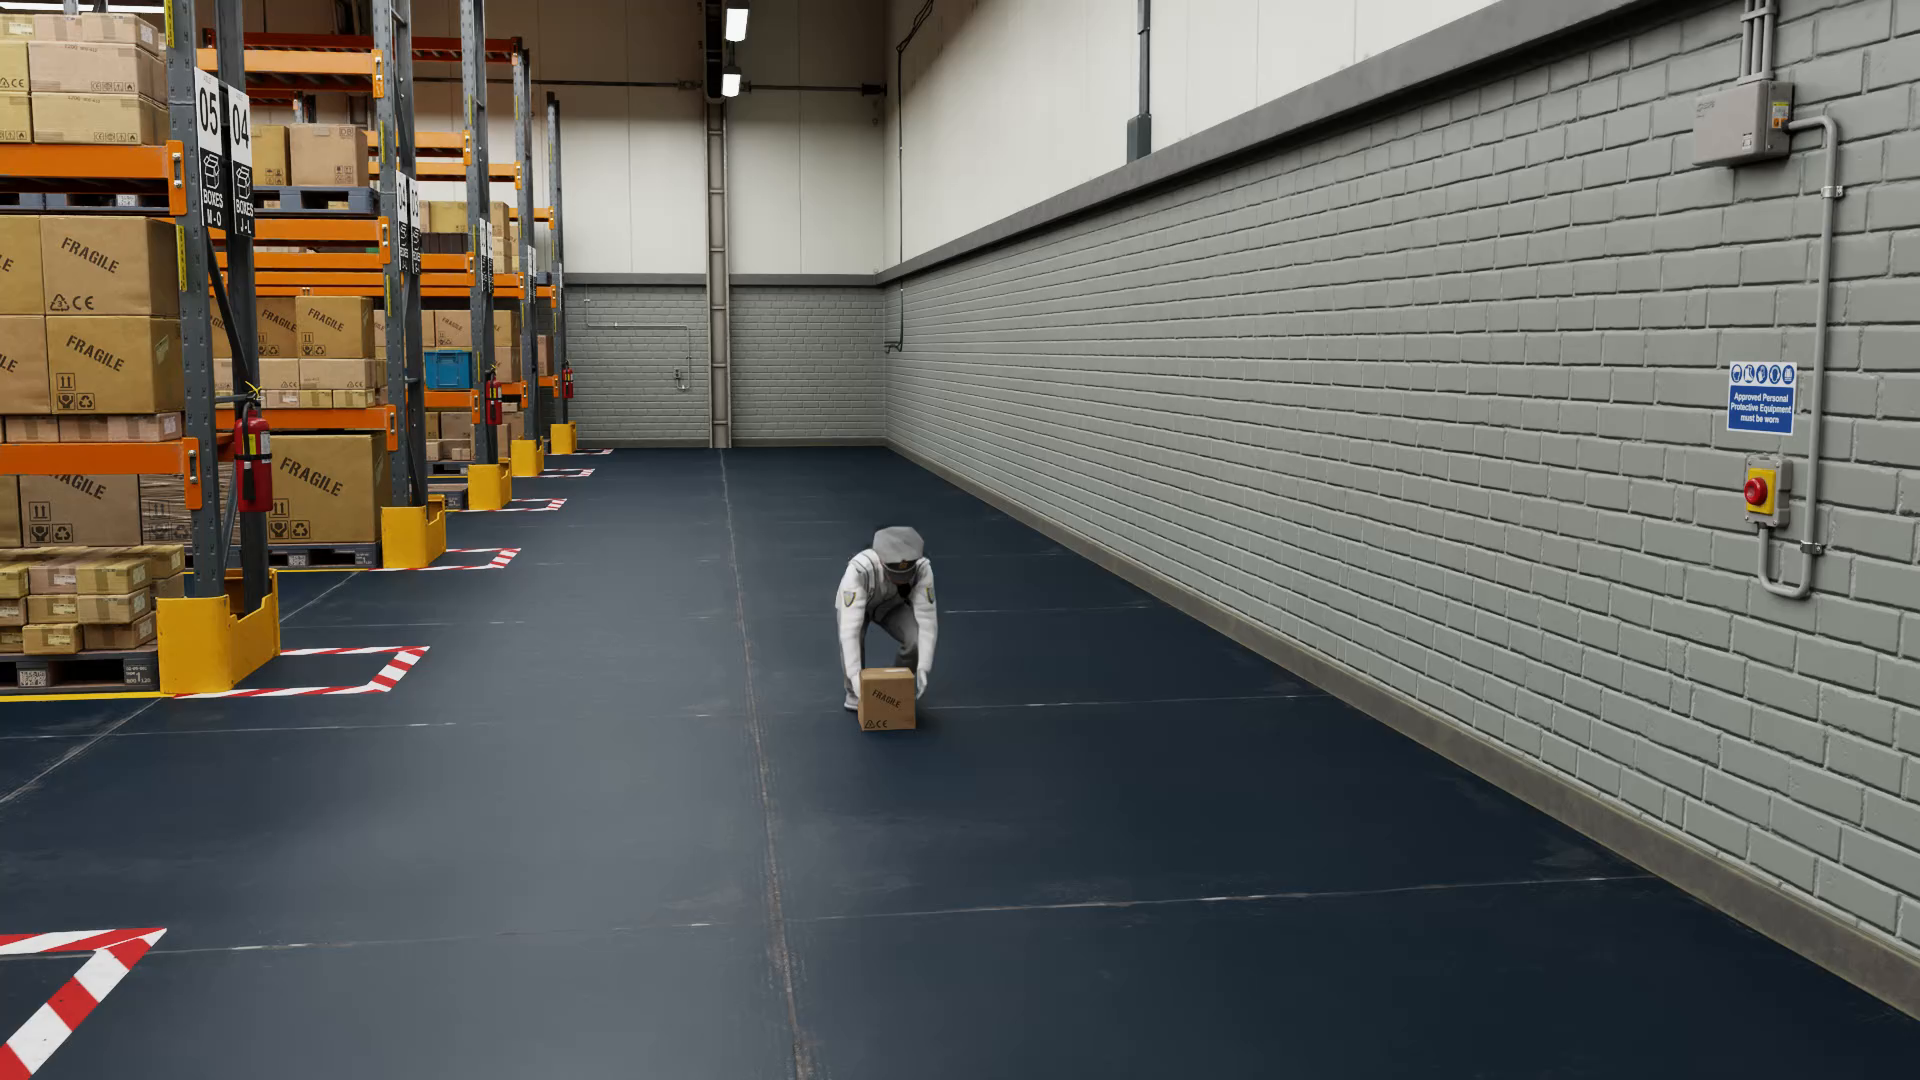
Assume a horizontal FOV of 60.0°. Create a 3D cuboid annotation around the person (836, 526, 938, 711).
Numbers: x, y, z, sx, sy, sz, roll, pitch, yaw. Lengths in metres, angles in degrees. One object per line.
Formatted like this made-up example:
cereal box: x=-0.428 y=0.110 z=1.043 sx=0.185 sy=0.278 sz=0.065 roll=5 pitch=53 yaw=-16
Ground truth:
person: x=-0.368 y=0.378 z=8.226 sx=0.482 sy=0.946 sz=0.851 roll=-1 pitch=7 yaw=-9
